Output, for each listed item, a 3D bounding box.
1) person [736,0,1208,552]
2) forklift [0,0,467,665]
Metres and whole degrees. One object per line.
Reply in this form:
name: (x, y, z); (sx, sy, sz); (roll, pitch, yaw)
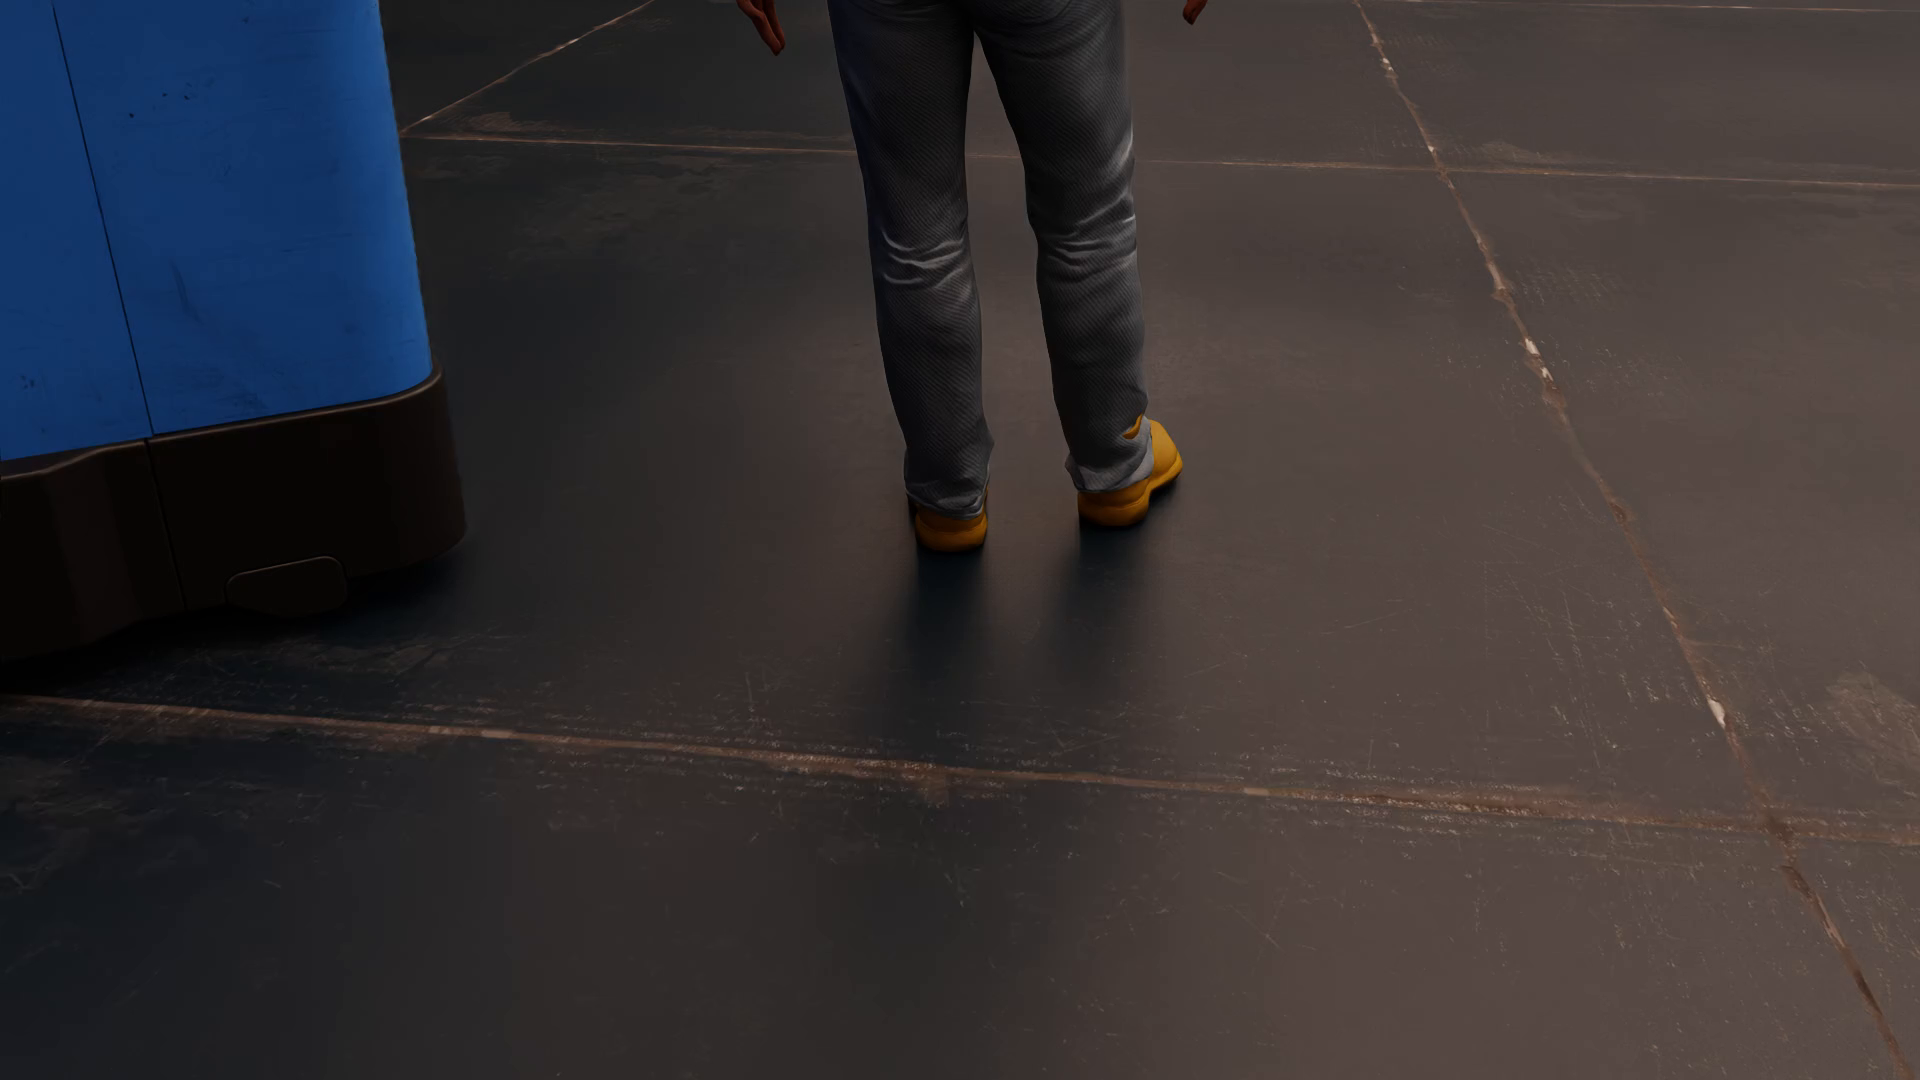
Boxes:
person: (0.020, -0.827, 2.163); (0.657, 1.765, 0.577); (3, 27, 7)
forklift: (-2.249, -1.128, 1.477); (3.031, 2.935, 1.130); (-13, 29, -24)
